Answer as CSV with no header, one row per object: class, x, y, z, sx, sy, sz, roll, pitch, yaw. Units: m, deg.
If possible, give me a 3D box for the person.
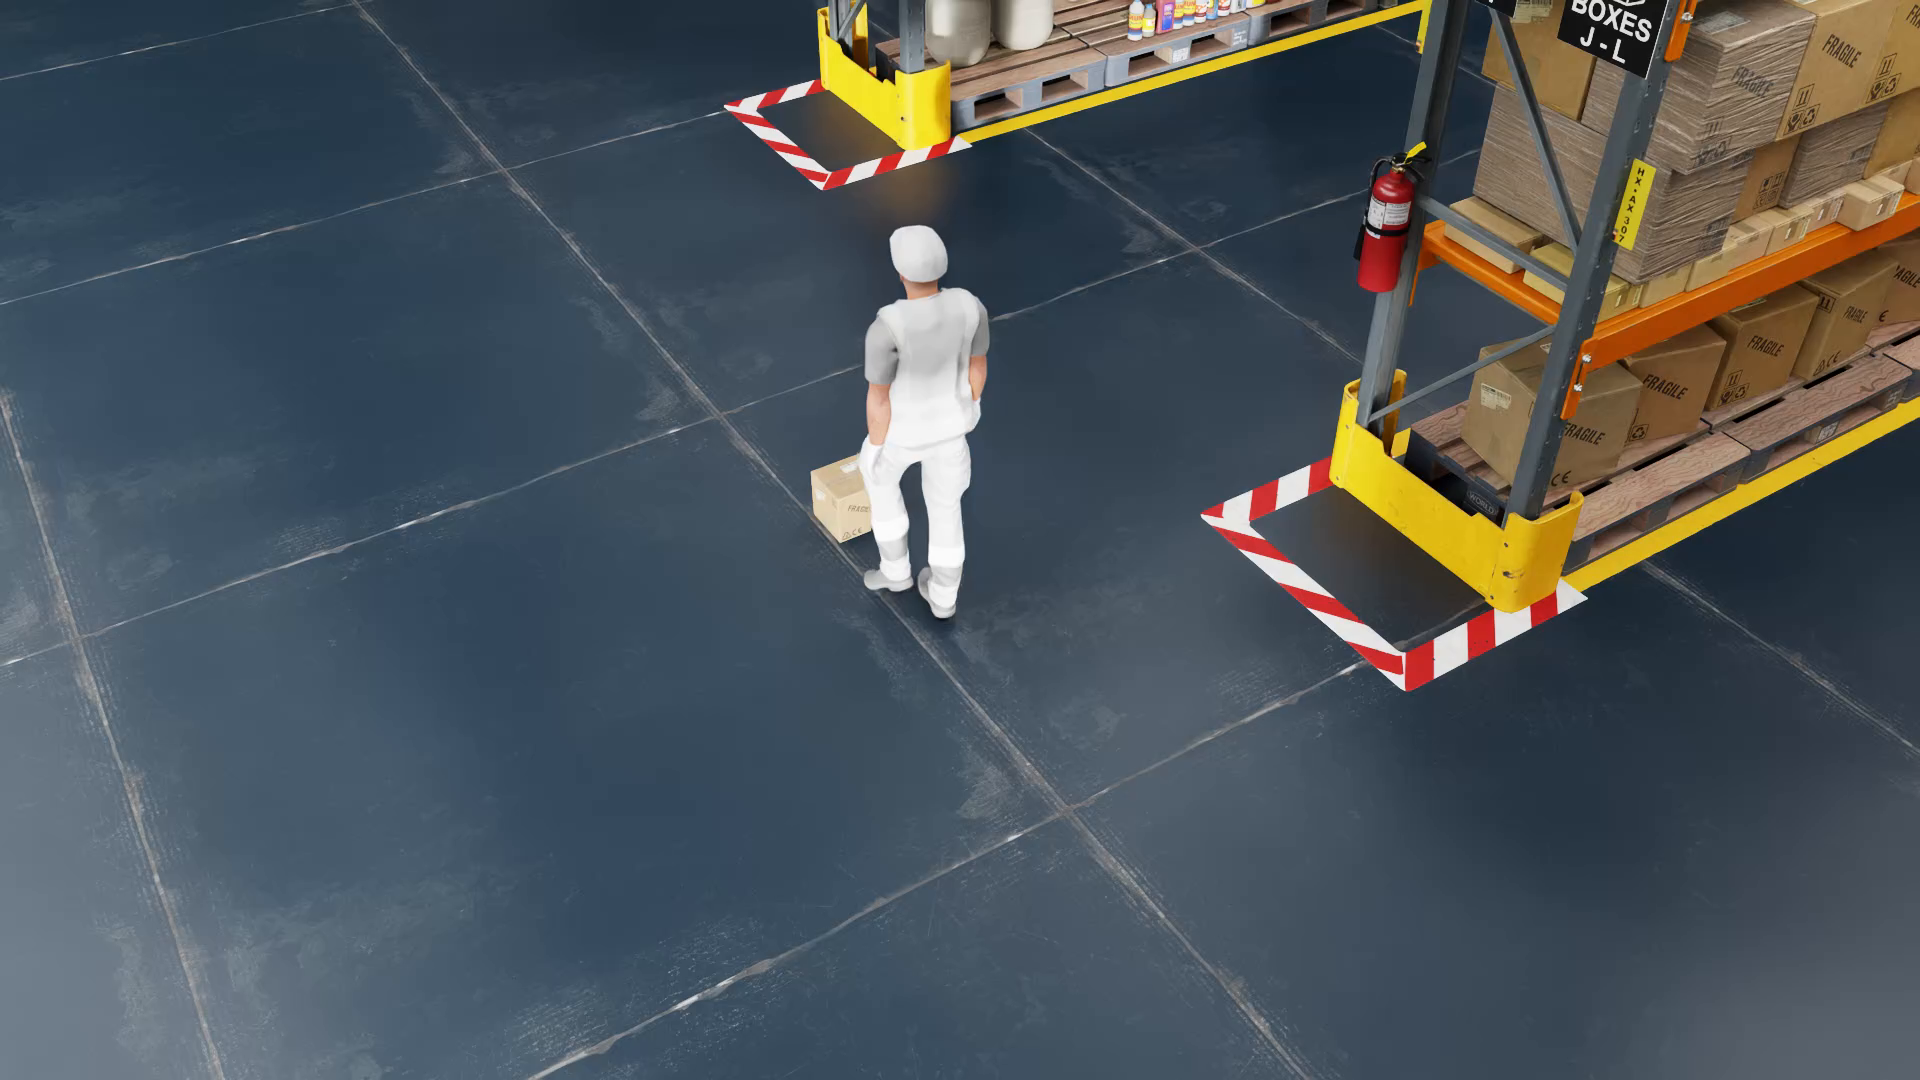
person,-0.155,-0.457,6.673,0.560,1.822,0.462,-14,43,-16
